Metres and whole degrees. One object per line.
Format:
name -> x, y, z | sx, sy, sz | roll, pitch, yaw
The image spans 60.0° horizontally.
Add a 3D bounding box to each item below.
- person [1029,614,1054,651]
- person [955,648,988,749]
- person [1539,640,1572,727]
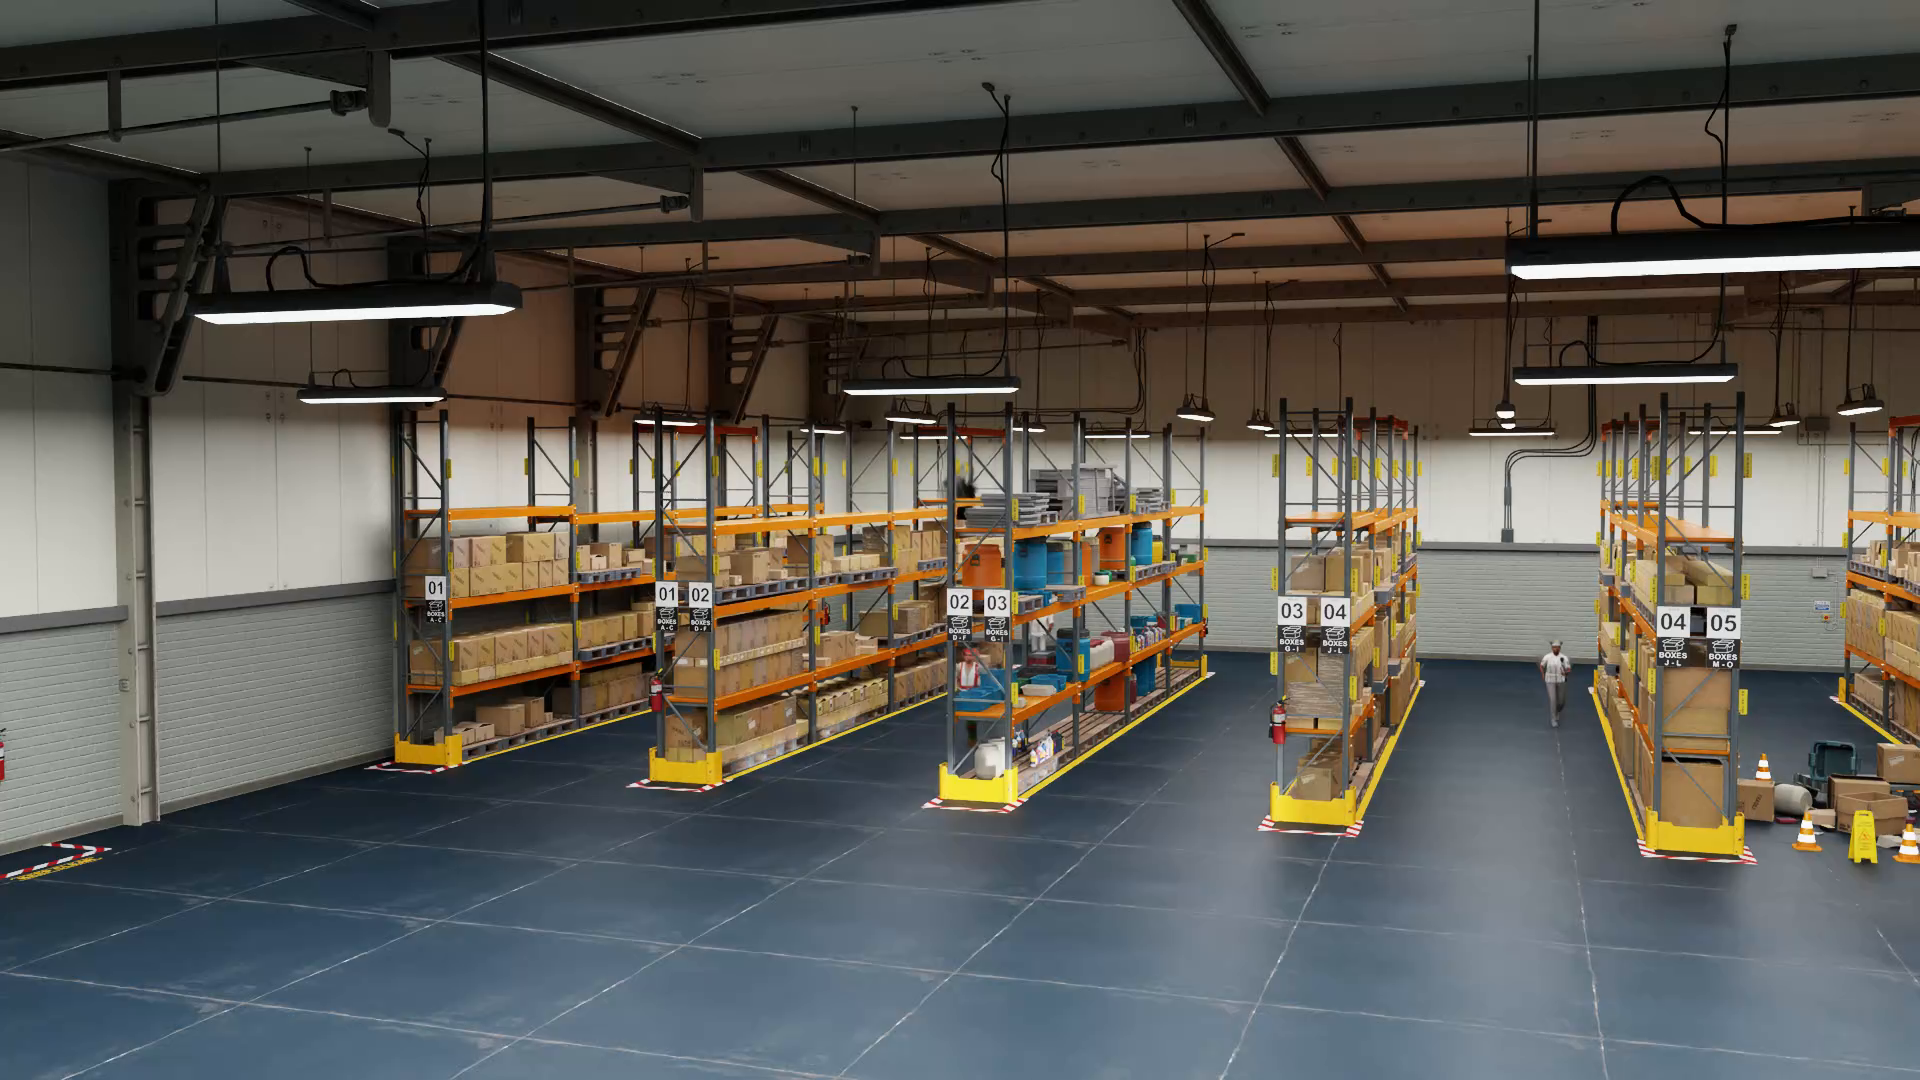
person -> 1.833, 2.212, 38.721 | 0.694, 1.703, 0.579 | 0, 2, 8
person -> 0.156, 2.839, 29.906 | 0.635, 1.825, 0.749 | 1, 3, 21
person -> 11.596, 2.770, 32.415 | 0.569, 1.669, 0.851 | 1, 3, 14
